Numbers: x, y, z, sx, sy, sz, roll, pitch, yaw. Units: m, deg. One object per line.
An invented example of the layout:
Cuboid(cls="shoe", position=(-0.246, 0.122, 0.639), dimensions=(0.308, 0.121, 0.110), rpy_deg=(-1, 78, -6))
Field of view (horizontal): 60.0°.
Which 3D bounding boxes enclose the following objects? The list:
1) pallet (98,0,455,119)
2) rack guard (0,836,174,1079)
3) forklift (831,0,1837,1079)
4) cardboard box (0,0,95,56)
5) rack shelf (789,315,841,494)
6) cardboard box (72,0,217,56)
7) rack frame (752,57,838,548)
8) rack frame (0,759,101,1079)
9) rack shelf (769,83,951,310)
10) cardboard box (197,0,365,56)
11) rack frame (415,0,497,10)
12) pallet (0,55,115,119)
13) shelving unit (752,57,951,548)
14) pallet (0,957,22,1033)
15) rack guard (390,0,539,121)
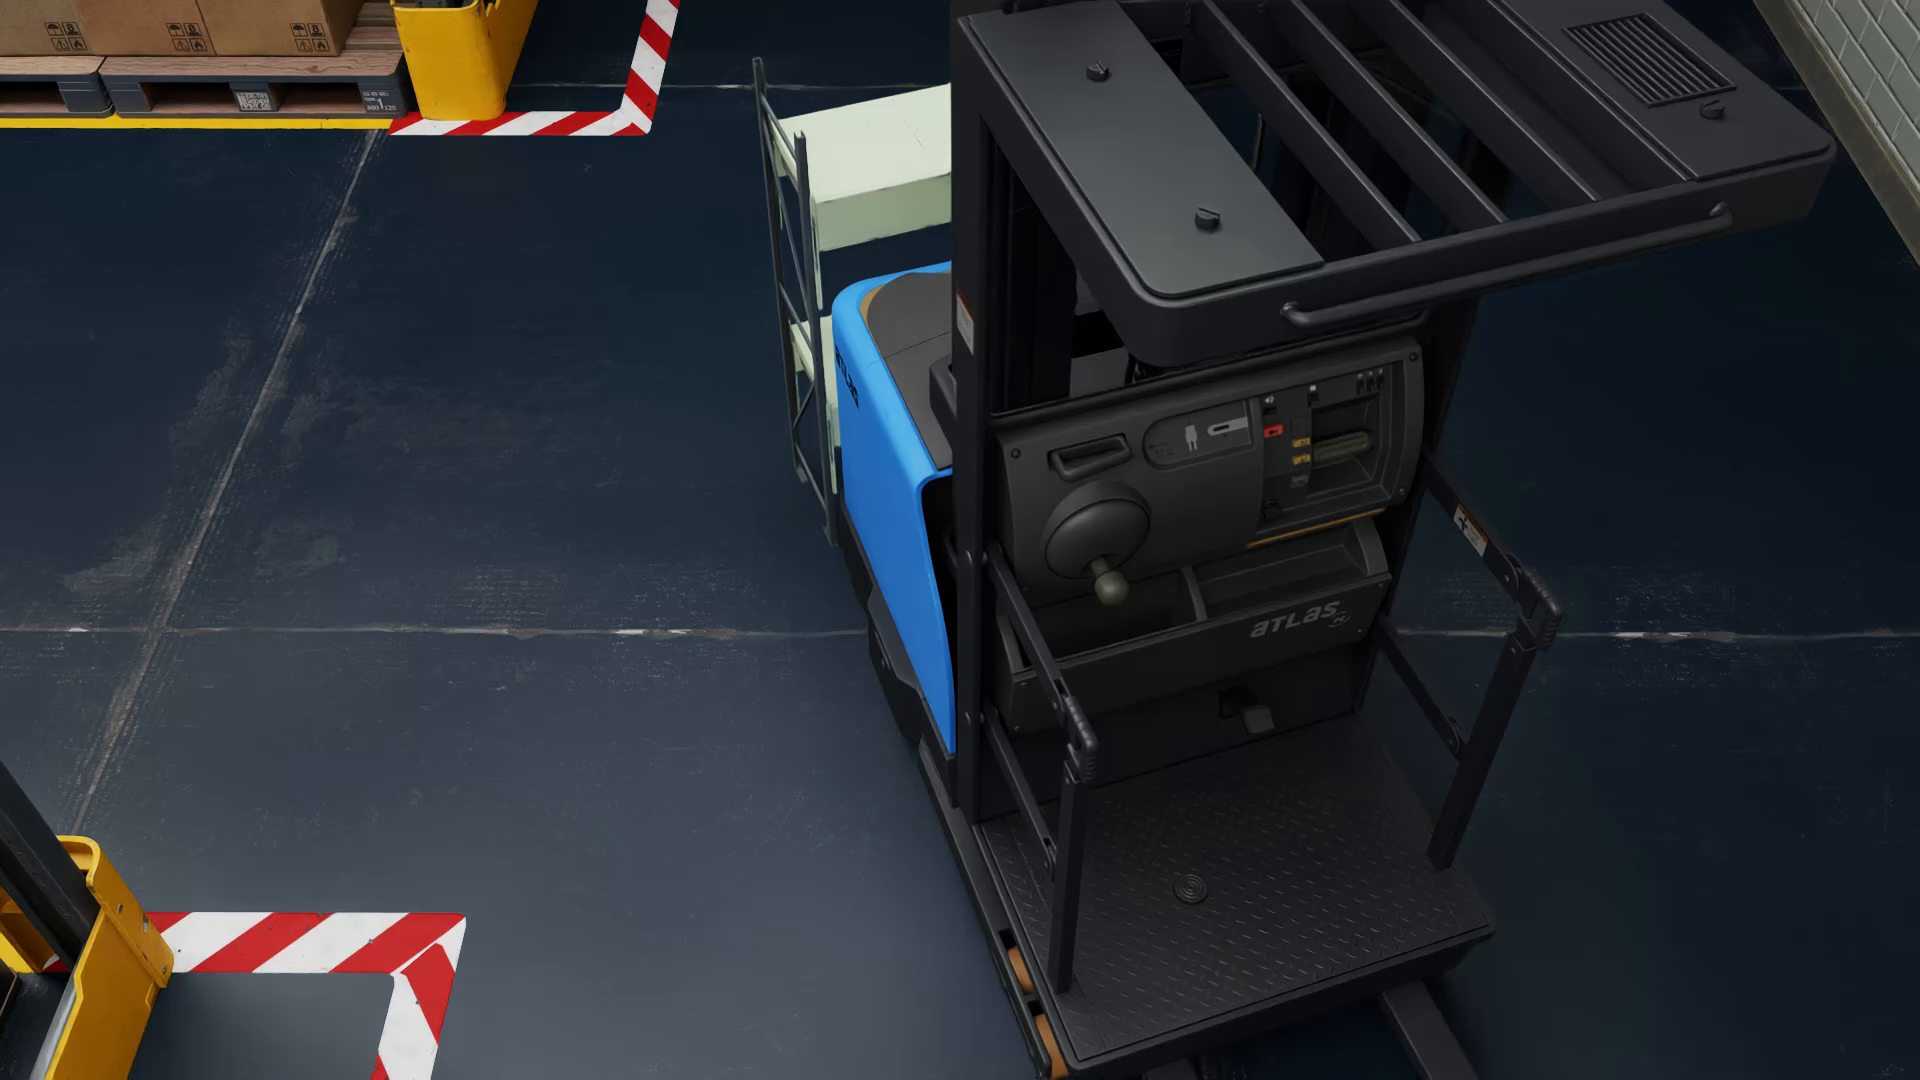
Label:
Cuboid(cls="pallet", position=(-2.889, -2.176, 7.131), dimensions=(1.213, 0.211, 1.003), rpy_deg=(0, 47, 0))
Cuboid(cls="rack guard", position=(-2.180, 1.297, 3.702), dimensions=(0.348, 0.500, 1.175), rpy_deg=(0, 47, 0))
Cuboid(cls="forklift", position=(0.605, -0.040, 3.285), dimensions=(1.130, 2.935, 3.031), rpy_deg=(-14, 49, -13))
Cuboid(cls="cardboard box", position=(-3.793, -2.403, 6.858), dimensions=(0.500, 0.500, 0.700), rpy_deg=(-1, 47, -1))
Cuboid(cls="rack shelf", position=(-0.125, -0.499, 5.135), dimensions=(0.720, 0.370, 0.431), rpy_deg=(-16, 49, -14))
Cuboid(cls="cardboard box", position=(-3.290, -2.402, 6.858), dimensions=(0.500, 0.500, 0.700), rpy_deg=(0, 47, 0))
Cuboid(cls="rack frame", position=(-0.466, -0.624, 4.806), dimensions=(0.023, 1.500, 0.400), rpy_deg=(-16, 49, -14))
Cuboid(cls="rack frame", position=(-2.104, 0.445, 2.786), dimensions=(0.127, 3.000, 1.000), rpy_deg=(0, 47, 0))
Cuboid(cls="rack shelf", position=(-0.125, -0.987, 4.611), dimensions=(0.720, 0.370, 0.431), rpy_deg=(-16, 49, -14))
Cuboid(cls="cardboard box", position=(-2.789, -2.401, 6.856), dimensions=(0.500, 0.500, 0.700), rpy_deg=(0, 47, 0))
Cuboid(cls="rack frame", position=(-2.089, -3.181, 6.161), dimensions=(0.127, 3.000, 1.000), rpy_deg=(0, 47, 0))
Cuboid(cls="pallet", position=(-4.106, -2.181, 7.136), dimensions=(1.213, 0.211, 1.003), rpy_deg=(0, 47, 0))
Cuboid(cls="shelving unit", position=(-0.125, -0.721, 4.897), dimensions=(0.755, 1.500, 0.431), rpy_deg=(-16, 49, -14))
Cuboid(cls="pallet", position=(-2.977, 1.394, 3.809), dimensions=(1.213, 0.211, 1.003), rpy_deg=(0, 47, 0))
Cuboid(cls="rack guard", position=(-2.065, -2.329, 7.076), dimensions=(0.348, 0.500, 1.175), rpy_deg=(0, 47, 0))
